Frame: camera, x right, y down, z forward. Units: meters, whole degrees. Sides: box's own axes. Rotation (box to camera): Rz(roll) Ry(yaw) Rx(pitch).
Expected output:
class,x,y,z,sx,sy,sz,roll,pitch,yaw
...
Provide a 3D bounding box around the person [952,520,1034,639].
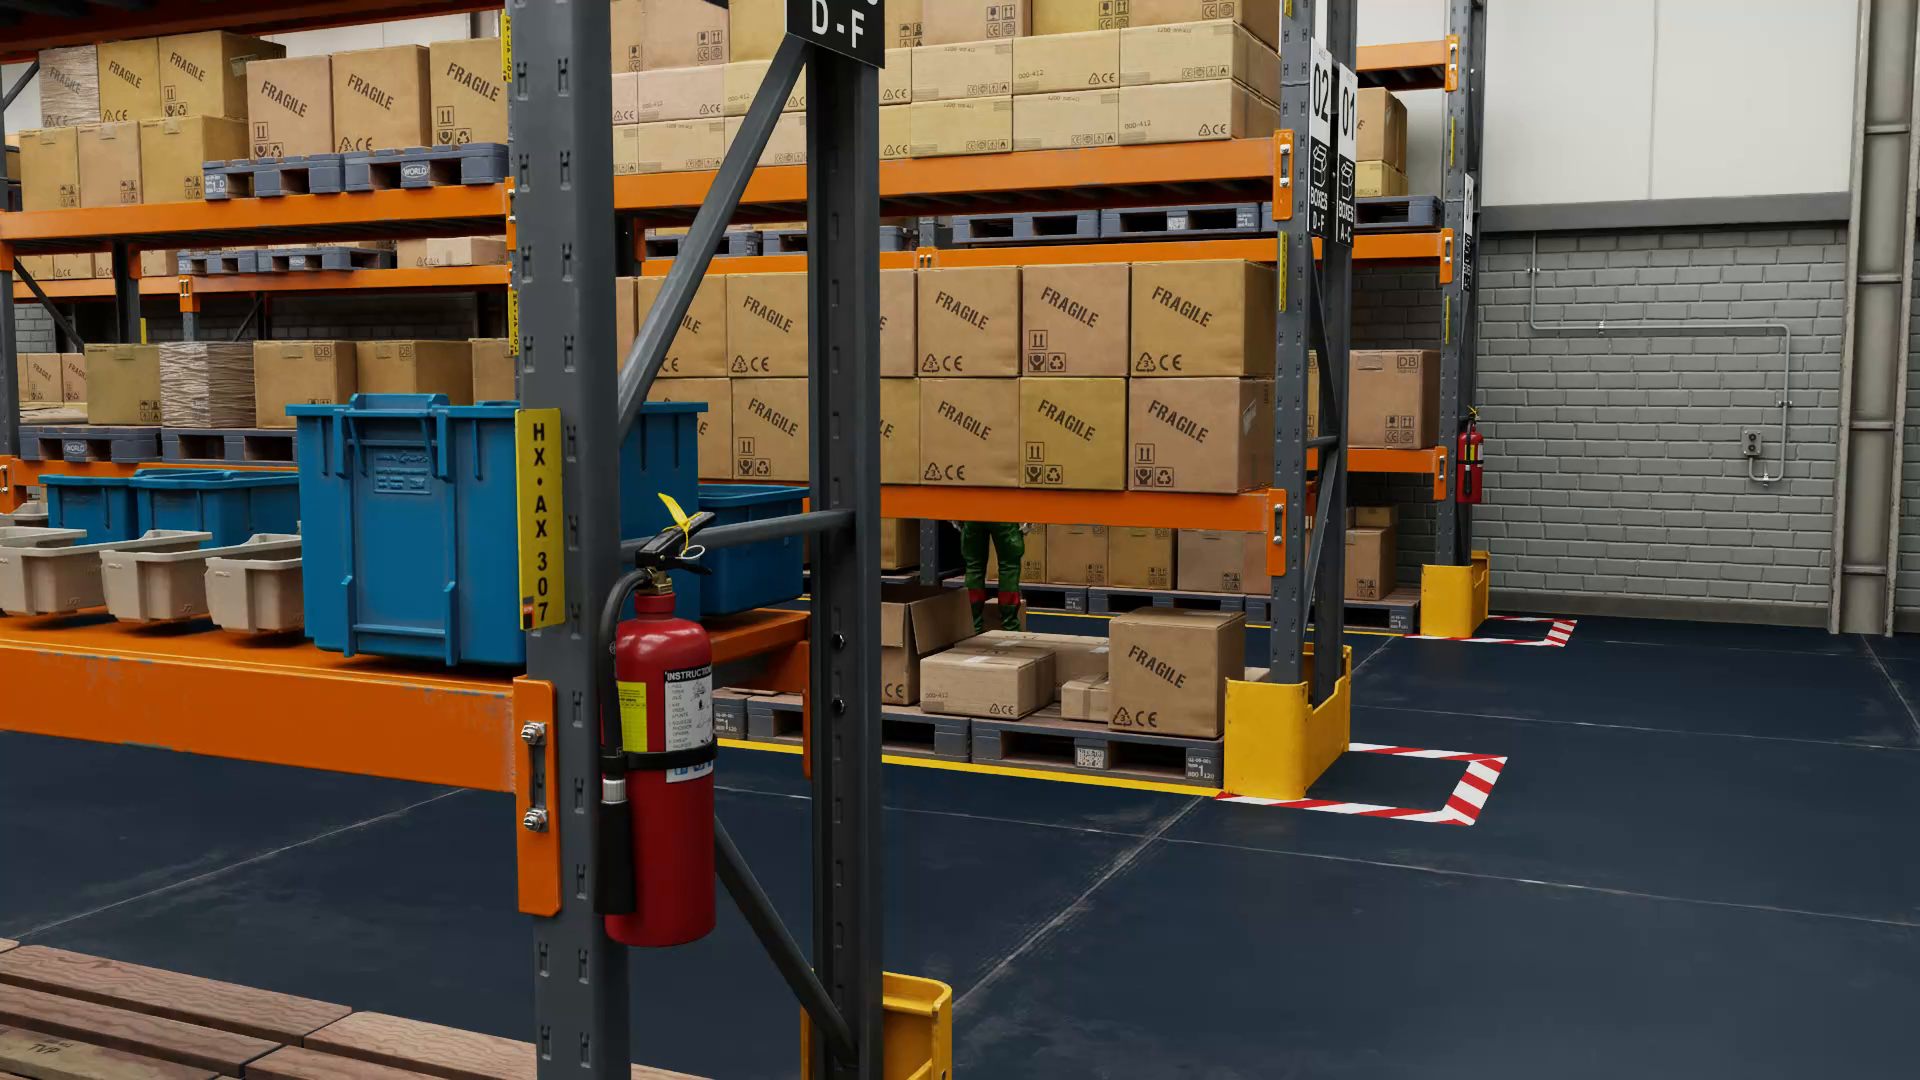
class,x,y,z,sx,sy,sz,roll,pitch,yaw
person,0.219,-0.188,11.350,0.608,1.779,0.450,2,6,24
